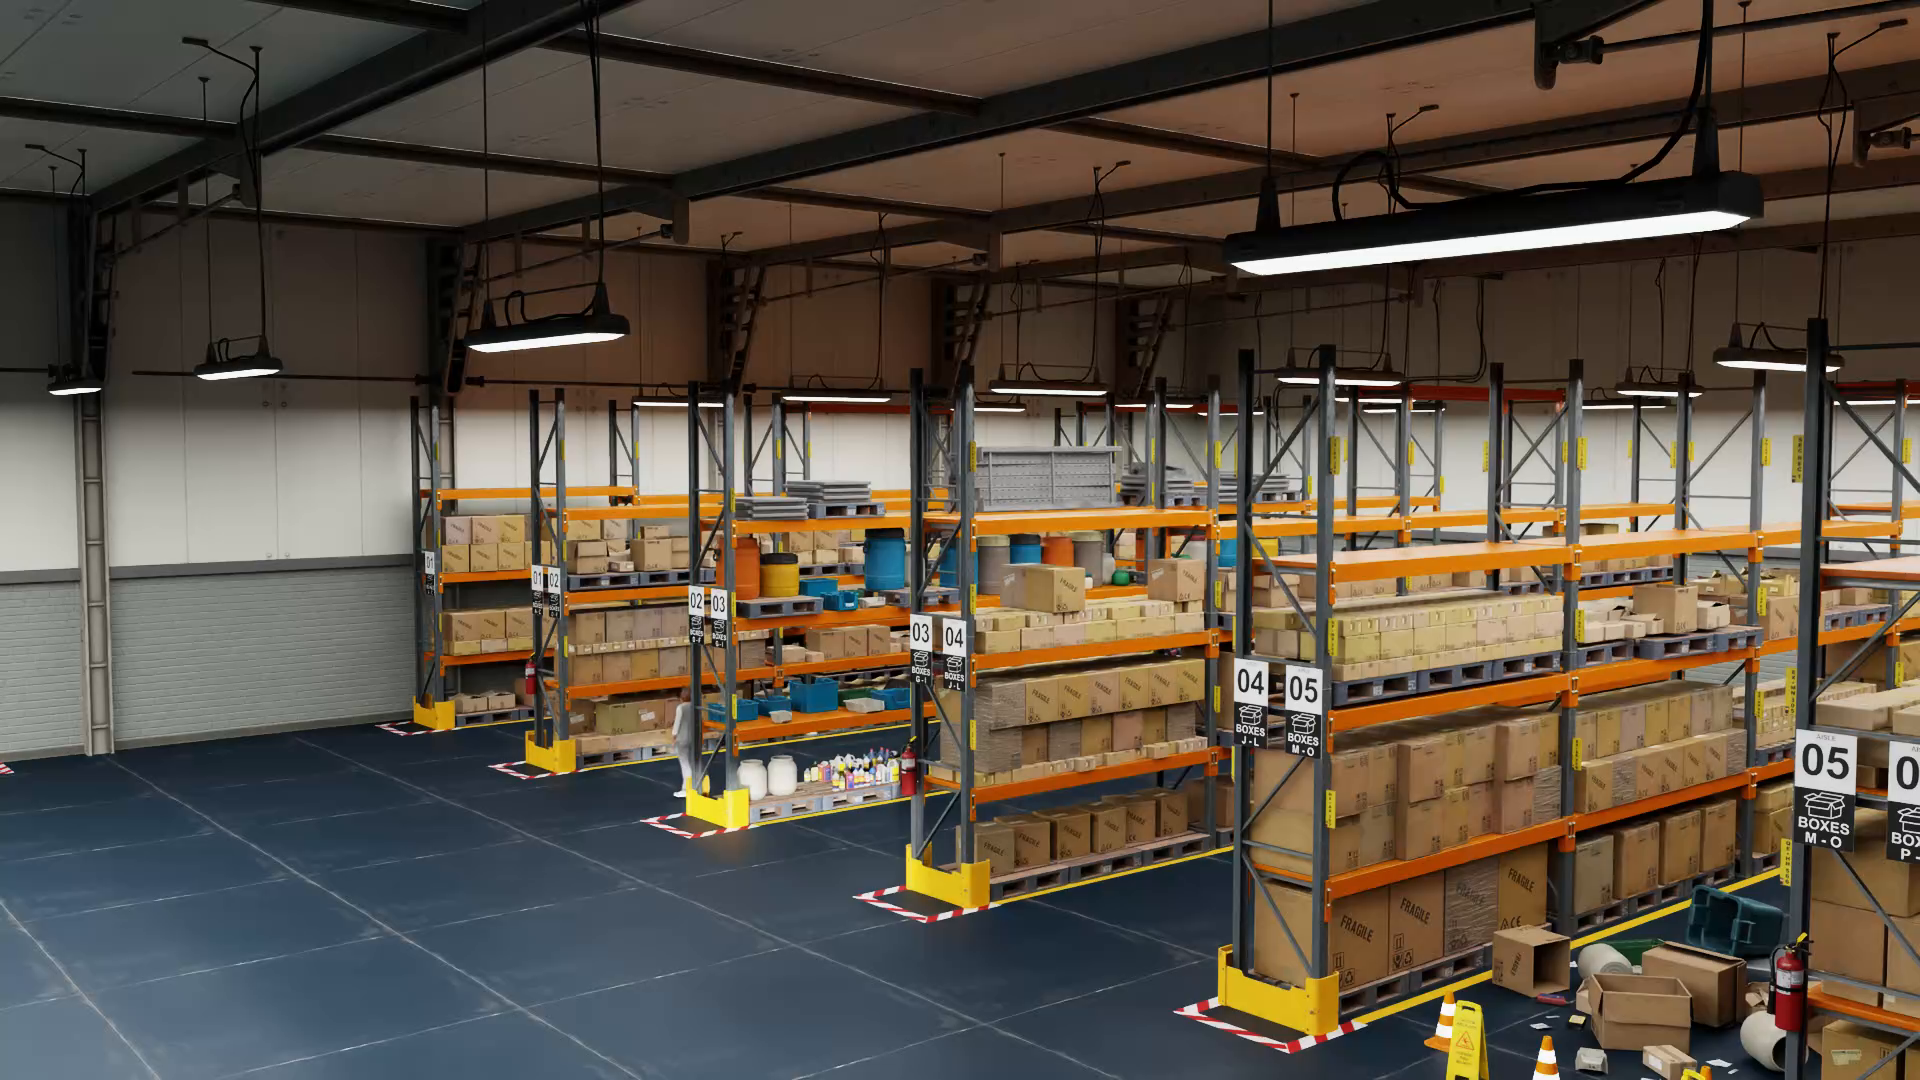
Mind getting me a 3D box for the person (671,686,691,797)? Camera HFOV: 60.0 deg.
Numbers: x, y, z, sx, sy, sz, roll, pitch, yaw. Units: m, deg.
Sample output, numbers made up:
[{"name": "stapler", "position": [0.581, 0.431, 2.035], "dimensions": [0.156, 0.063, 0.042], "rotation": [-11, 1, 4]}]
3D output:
[{"name": "person", "position": [-3.976, 2.952, 24.190], "dimensions": [0.512, 1.617, 0.347], "rotation": [-3, 5, -45]}]
